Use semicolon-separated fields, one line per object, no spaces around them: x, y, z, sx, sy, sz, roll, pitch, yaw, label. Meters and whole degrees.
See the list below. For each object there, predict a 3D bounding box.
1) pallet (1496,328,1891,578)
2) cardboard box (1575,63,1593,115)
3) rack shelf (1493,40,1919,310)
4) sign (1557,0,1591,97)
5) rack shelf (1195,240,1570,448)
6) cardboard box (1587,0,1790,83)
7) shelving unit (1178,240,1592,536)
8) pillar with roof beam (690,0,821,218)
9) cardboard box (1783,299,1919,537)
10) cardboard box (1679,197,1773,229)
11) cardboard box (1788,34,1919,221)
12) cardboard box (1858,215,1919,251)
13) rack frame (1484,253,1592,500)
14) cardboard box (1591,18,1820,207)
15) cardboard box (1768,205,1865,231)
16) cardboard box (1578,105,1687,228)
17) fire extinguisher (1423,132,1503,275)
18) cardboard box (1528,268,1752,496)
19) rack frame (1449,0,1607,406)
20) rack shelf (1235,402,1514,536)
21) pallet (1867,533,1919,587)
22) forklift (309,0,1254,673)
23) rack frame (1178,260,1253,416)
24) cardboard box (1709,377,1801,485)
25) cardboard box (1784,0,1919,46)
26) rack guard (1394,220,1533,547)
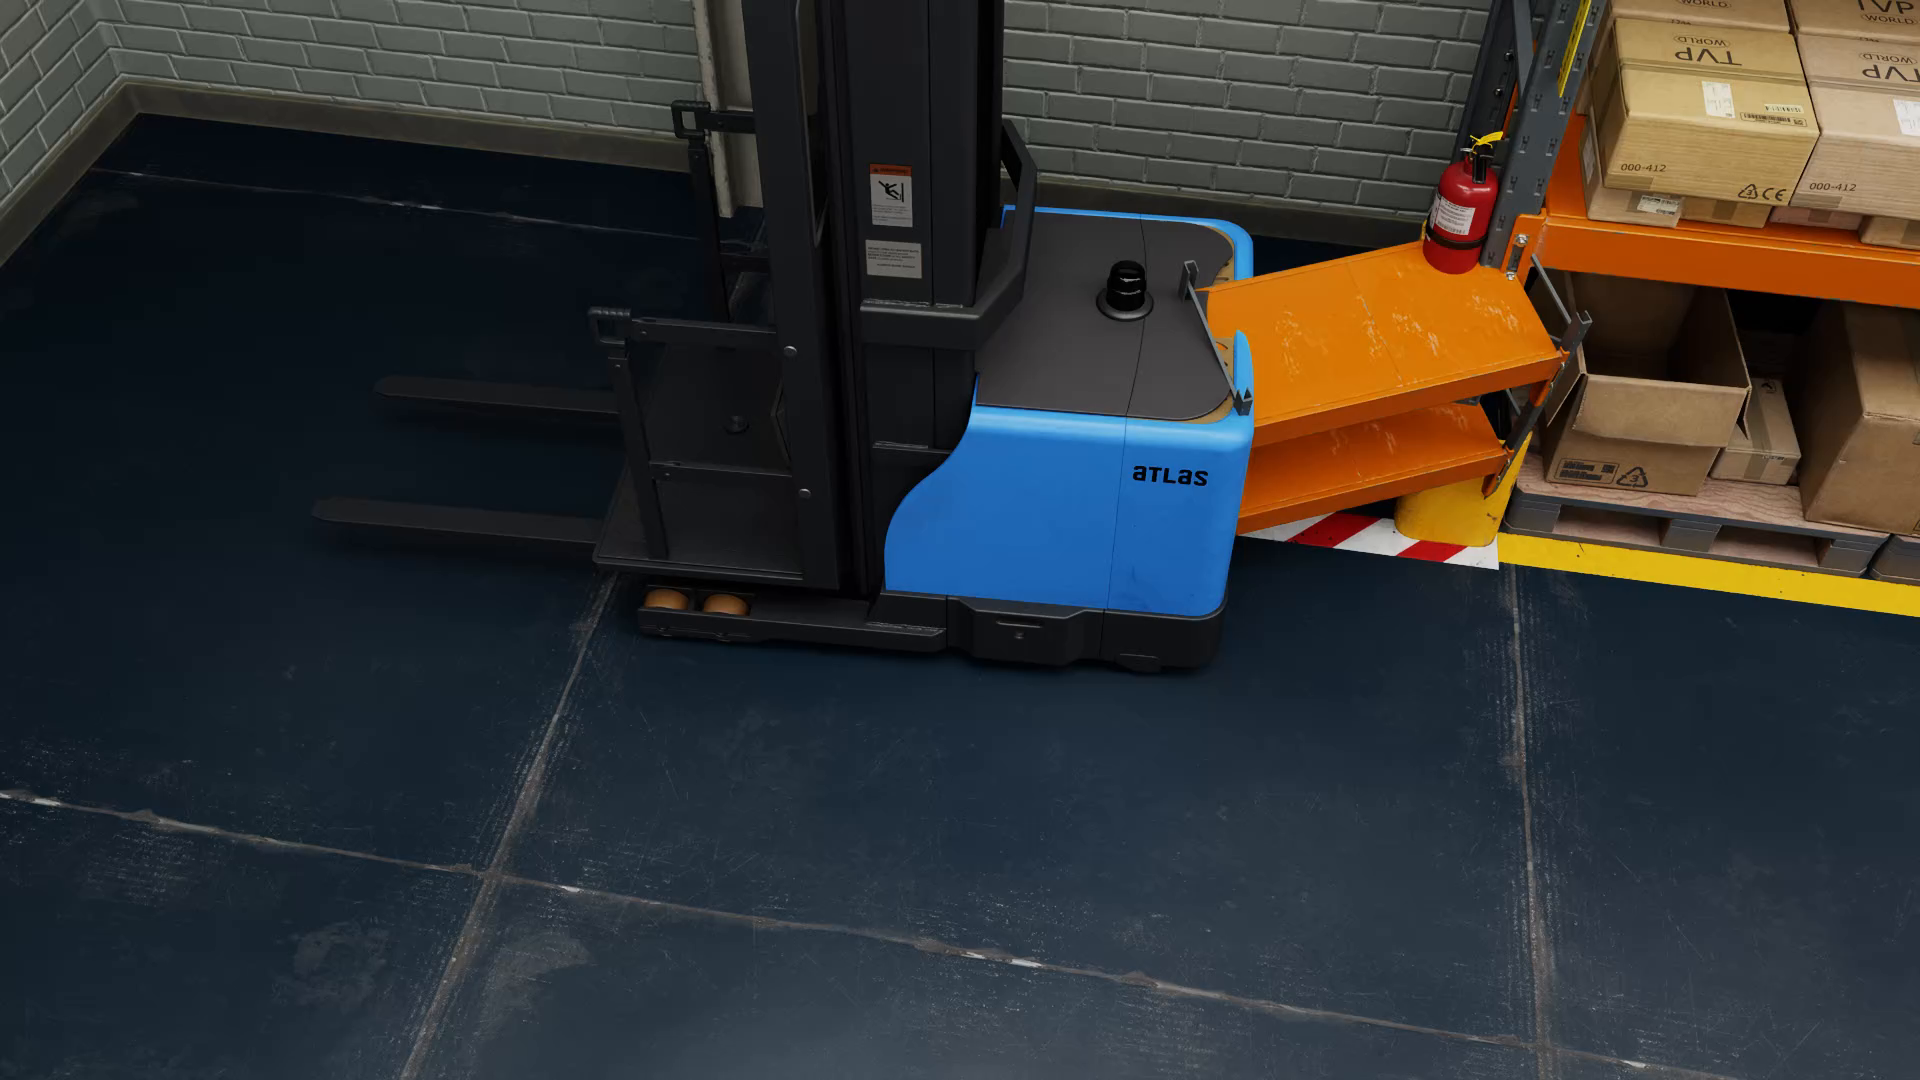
2.563;-0.383;5.953;1.213;0.211;1.003;8;49;7;pallet
2.077;-1.499;5.249;0.250;0.149;0.380;7;48;6;cardboard box
3.672;-0.925;5.048;4.000;0.370;1.077;8;49;7;rack shelf
1.607;-1.322;4.339;0.005;0.325;0.100;8;49;7;sign
1.214;-0.578;4.978;1.000;0.278;0.538;-13;62;-8;rack shelf
2.203;-1.613;5.083;0.500;0.250;0.500;9;49;8;cardboard box
1.211;-0.437;5.234;1.048;1.125;0.538;-13;62;-8;shelving unit
-1.555;-1.300;0.869;0.400;9.000;9.100;8;49;7;pillar with roof beam
3.123;-0.443;5.530;0.500;0.500;0.700;9;49;8;cardboard box
2.237;-1.102;4.892;0.250;0.149;0.380;9;49;8;cardboard box
2.598;-1.156;4.673;0.500;0.250;0.500;8;49;7;cardboard box
2.739;-1.014;4.814;0.250;0.149;0.380;9;49;8;cardboard box
1.702;-0.552;5.302;0.032;1.125;0.500;-13;62;-8;rack frame
2.102;-1.222;4.732;0.500;0.250;0.500;8;49;7;cardboard box
2.502;-1.093;4.884;0.250;0.149;0.380;7;48;6;cardboard box
1.978;-1.102;4.892;0.250;0.149;0.380;7;48;7;cardboard box
1.477;-0.961;4.899;0.183;0.674;0.296;8;49;7;fire extinguisher
2.289;-0.586;5.656;0.637;0.503;0.797;6;48;5;cardboard box
1.704;-1.430;5.018;0.127;3.000;1.000;8;49;7;rack frame
1.210;-0.319;5.448;1.000;0.278;0.538;-13;62;-8;rack shelf
3.760;-0.220;5.806;1.213;0.211;1.003;8;49;7;pallet
-0.624;-1.033;4.708;3.031;2.935;1.130;5;48;4;forklift
0.721;-0.322;5.167;0.032;1.125;0.500;-13;62;-8;rack frame
2.700;-0.383;5.711;0.250;0.149;0.380;6;48;5;cardboard box
2.711;-1.544;5.021;0.500;0.250;0.500;8;49;7;cardboard box
1.778;-0.584;5.939;0.348;0.500;1.175;8;49;7;rack guard
